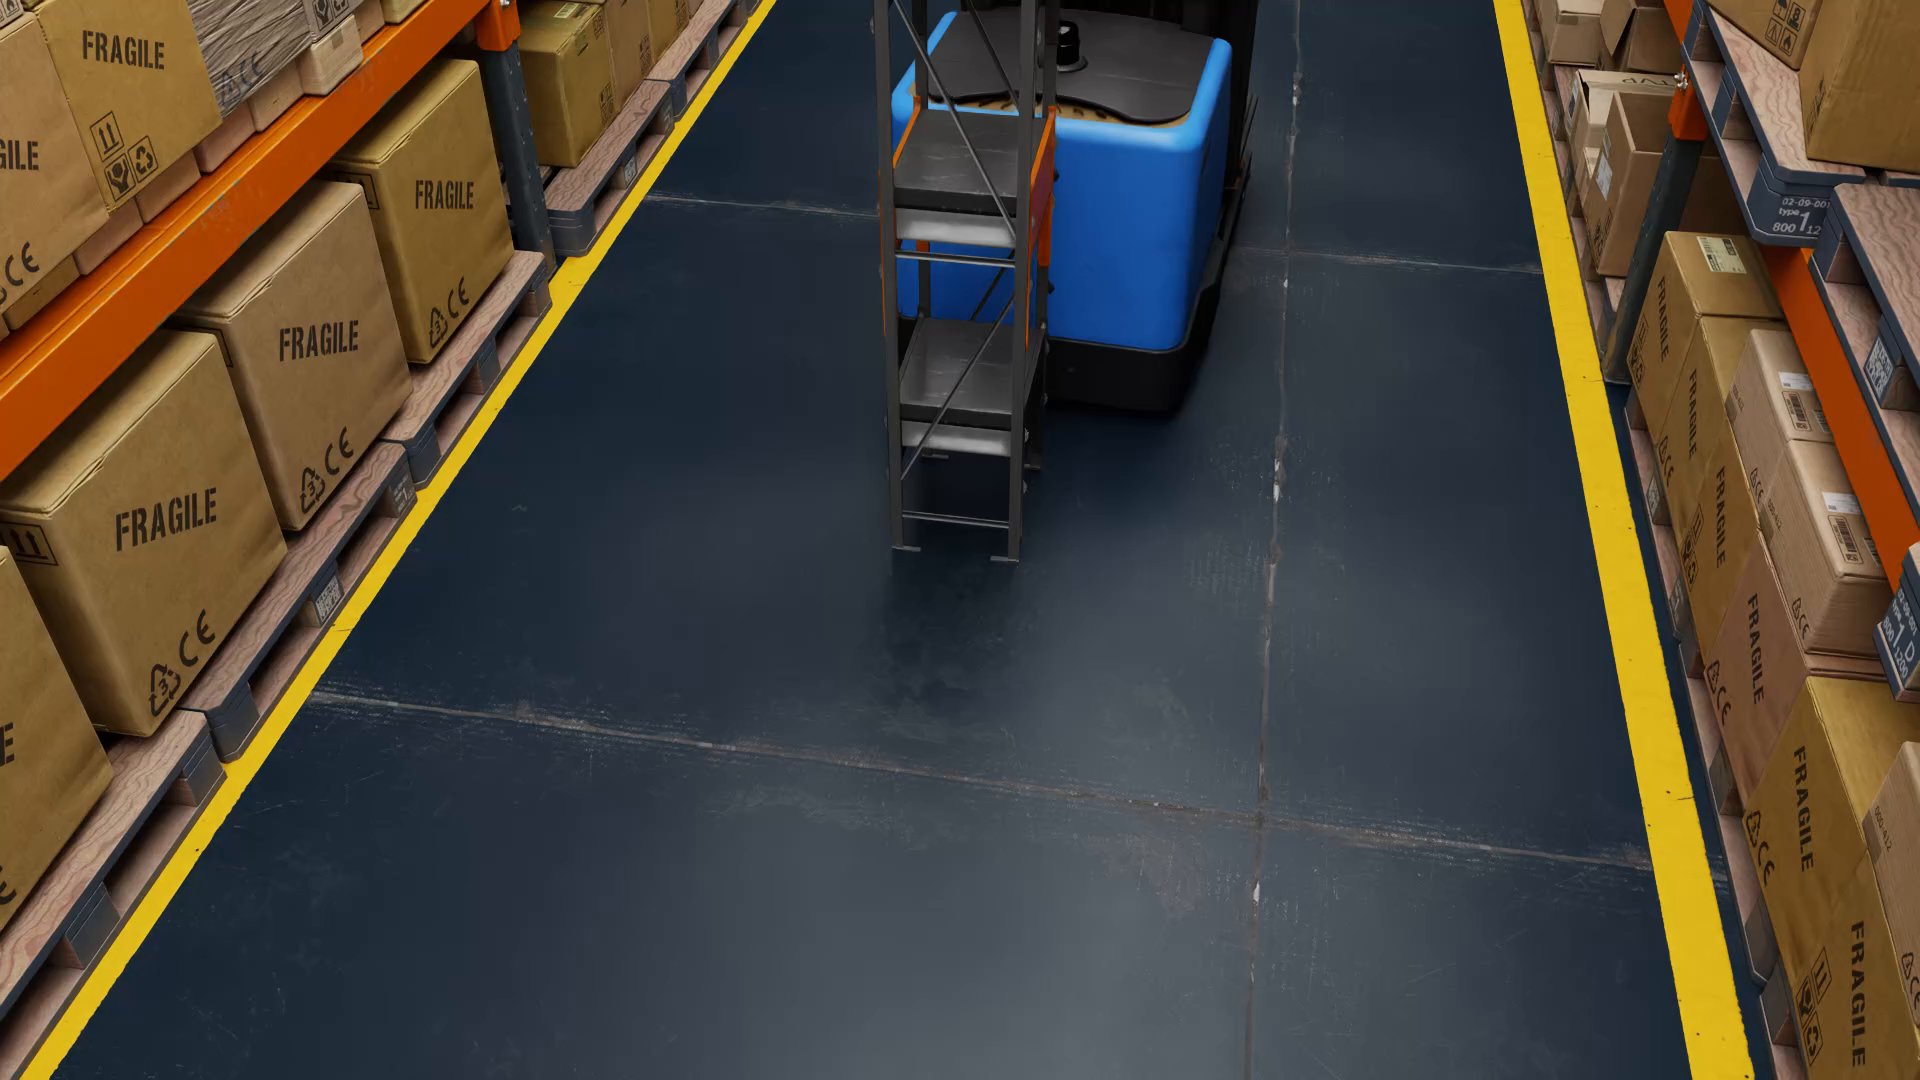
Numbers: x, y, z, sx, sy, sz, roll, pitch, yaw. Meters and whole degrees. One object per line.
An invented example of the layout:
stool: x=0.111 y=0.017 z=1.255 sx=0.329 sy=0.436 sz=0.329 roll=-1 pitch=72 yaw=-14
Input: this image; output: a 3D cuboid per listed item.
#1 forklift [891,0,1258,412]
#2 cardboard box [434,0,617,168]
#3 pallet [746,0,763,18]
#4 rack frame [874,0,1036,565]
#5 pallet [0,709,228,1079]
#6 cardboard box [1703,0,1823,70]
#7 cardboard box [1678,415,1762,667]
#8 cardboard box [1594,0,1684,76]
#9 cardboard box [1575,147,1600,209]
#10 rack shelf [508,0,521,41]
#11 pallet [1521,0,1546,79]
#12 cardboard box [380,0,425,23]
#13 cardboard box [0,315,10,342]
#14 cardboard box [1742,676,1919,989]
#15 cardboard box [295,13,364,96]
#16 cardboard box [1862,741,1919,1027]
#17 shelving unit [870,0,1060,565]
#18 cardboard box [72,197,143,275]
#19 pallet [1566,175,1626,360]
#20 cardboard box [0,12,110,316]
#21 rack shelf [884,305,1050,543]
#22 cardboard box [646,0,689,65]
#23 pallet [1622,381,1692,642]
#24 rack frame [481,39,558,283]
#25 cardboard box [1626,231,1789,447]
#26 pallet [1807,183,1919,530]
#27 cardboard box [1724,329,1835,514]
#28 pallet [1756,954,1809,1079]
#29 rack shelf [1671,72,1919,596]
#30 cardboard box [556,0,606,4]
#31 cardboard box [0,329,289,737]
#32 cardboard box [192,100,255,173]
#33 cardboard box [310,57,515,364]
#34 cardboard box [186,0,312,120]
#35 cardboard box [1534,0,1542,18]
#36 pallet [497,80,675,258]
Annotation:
forklift: x=0.604 y=-2.512 z=5.989 sx=1.130 sy=2.935 sz=3.031 roll=9 pitch=40 yaw=11
cardboard box: x=-1.853 y=-1.893 z=6.817 sx=0.700 sy=0.500 sz=0.500 roll=7 pitch=40 yaw=8
pallet: x=-1.452 y=-3.161 z=8.908 sx=1.003 sy=0.211 sz=1.213 roll=6 pitch=40 yaw=8
rack frame: x=-0.014 y=-0.760 z=4.521 sx=0.400 sy=2.100 sz=0.015 roll=6 pitch=40 yaw=8
pallet: x=-2.565 y=0.862 z=4.041 sx=1.003 sy=0.211 sz=1.213 roll=6 pitch=40 yaw=8
cardboard box: x=2.494 y=-1.620 z=4.447 sx=0.700 sy=0.500 sz=0.500 roll=-6 pitch=40 yaw=-7
cardboard box: x=2.297 y=0.027 z=4.480 sx=0.500 sy=0.500 sz=0.500 roll=7 pitch=40 yaw=8
cardboard box: x=3.116 y=-2.079 z=7.025 sx=0.797 sy=0.503 sz=0.637 roll=6 pitch=40 yaw=8
cardboard box: x=2.621 y=-1.394 z=6.474 sx=0.380 sy=0.149 sz=0.250 roll=6 pitch=40 yaw=8
rack shelf: x=-1.737 y=-3.214 z=7.348 sx=1.077 sy=0.370 sz=4.000 roll=6 pitch=40 yaw=8
pallet: x=3.338 y=-2.580 z=8.205 sx=1.003 sy=0.211 sz=1.213 roll=6 pitch=40 yaw=8
cardboard box: x=-1.883 y=-1.743 z=5.185 sx=0.380 sy=0.149 sz=0.250 roll=7 pitch=40 yaw=8
cardboard box: x=-2.350 y=-0.468 z=3.643 sx=0.380 sy=0.149 sz=0.250 roll=7 pitch=40 yaw=9
cardboard box: x=2.125 y=0.674 z=3.697 sx=0.500 sy=0.500 sz=0.500 roll=5 pitch=40 yaw=6
cardboard box: x=-1.960 y=-1.413 z=4.786 sx=0.380 sy=0.149 sz=0.250 roll=6 pitch=40 yaw=8
cardboard box: x=2.040 y=0.674 z=3.109 sx=0.500 sy=0.250 sz=0.500 roll=8 pitch=40 yaw=9
shelving unit: x=0.029 y=-0.913 z=4.707 sx=0.431 sy=2.100 sz=0.503 roll=6 pitch=40 yaw=8
cardboard box: x=-2.236 y=-0.782 z=4.023 sx=0.380 sy=0.149 sz=0.250 roll=7 pitch=40 yaw=8
pallet: x=2.916 y=-1.049 z=6.353 sx=1.003 sy=0.211 sz=1.213 roll=6 pitch=40 yaw=8
cardboard box: x=-2.253 y=-0.802 z=3.539 sx=0.500 sy=0.500 sz=0.500 roll=6 pitch=40 yaw=7
rack shelf: x=0.029 y=-0.363 z=5.161 sx=0.431 sy=0.518 sz=0.480 roll=6 pitch=40 yaw=8
cardboard box: x=-1.672 y=-2.530 z=7.588 sx=0.700 sy=0.500 sz=0.500 roll=7 pitch=40 yaw=9
pallet: x=2.693 y=-0.103 z=5.209 sx=1.003 sy=0.211 sz=1.213 roll=6 pitch=40 yaw=8
rack frame: x=-2.083 y=-2.236 z=5.601 sx=1.000 sy=3.000 sz=0.127 roll=6 pitch=40 yaw=8
cardboard box: x=2.473 y=-0.622 z=5.265 sx=0.500 sy=0.500 sz=0.500 roll=5 pitch=40 yaw=6
pallet: x=2.436 y=-0.329 z=3.445 sx=1.003 sy=0.211 sz=1.213 roll=6 pitch=40 yaw=8
cardboard box: x=2.299 y=-0.283 z=4.267 sx=0.500 sy=0.250 sz=0.500 roll=6 pitch=40 yaw=8
pallet: x=2.270 y=1.428 z=3.357 sx=1.003 sy=0.211 sz=1.213 roll=6 pitch=40 yaw=8
rack shelf: x=2.450 y=-0.160 z=3.654 sx=1.077 sy=0.370 sz=4.000 roll=6 pitch=40 yaw=8
cardboard box: x=-1.614 y=-2.338 z=6.846 sx=0.380 sy=0.149 sz=0.250 roll=8 pitch=40 yaw=9
cardboard box: x=-2.361 y=-0.055 z=4.320 sx=0.750 sy=0.750 sz=0.750 roll=6 pitch=40 yaw=7
cardboard box: x=-2.126 y=-1.111 z=4.422 sx=0.380 sy=0.149 sz=0.250 roll=5 pitch=40 yaw=6
cardboard box: x=-2.068 y=-1.147 z=5.641 sx=0.750 sy=0.750 sz=0.750 roll=7 pitch=40 yaw=8
cardboard box: x=-2.089 y=-1.444 z=4.315 sx=0.500 sy=0.500 sz=0.500 roll=6 pitch=40 yaw=8
cardboard box: x=3.028 y=-2.689 z=7.961 sx=0.500 sy=0.250 sz=0.500 roll=6 pitch=40 yaw=8
pallet: x=-1.875 y=-1.630 z=7.056 sx=1.003 sy=0.211 sz=1.213 roll=6 pitch=40 yaw=8
